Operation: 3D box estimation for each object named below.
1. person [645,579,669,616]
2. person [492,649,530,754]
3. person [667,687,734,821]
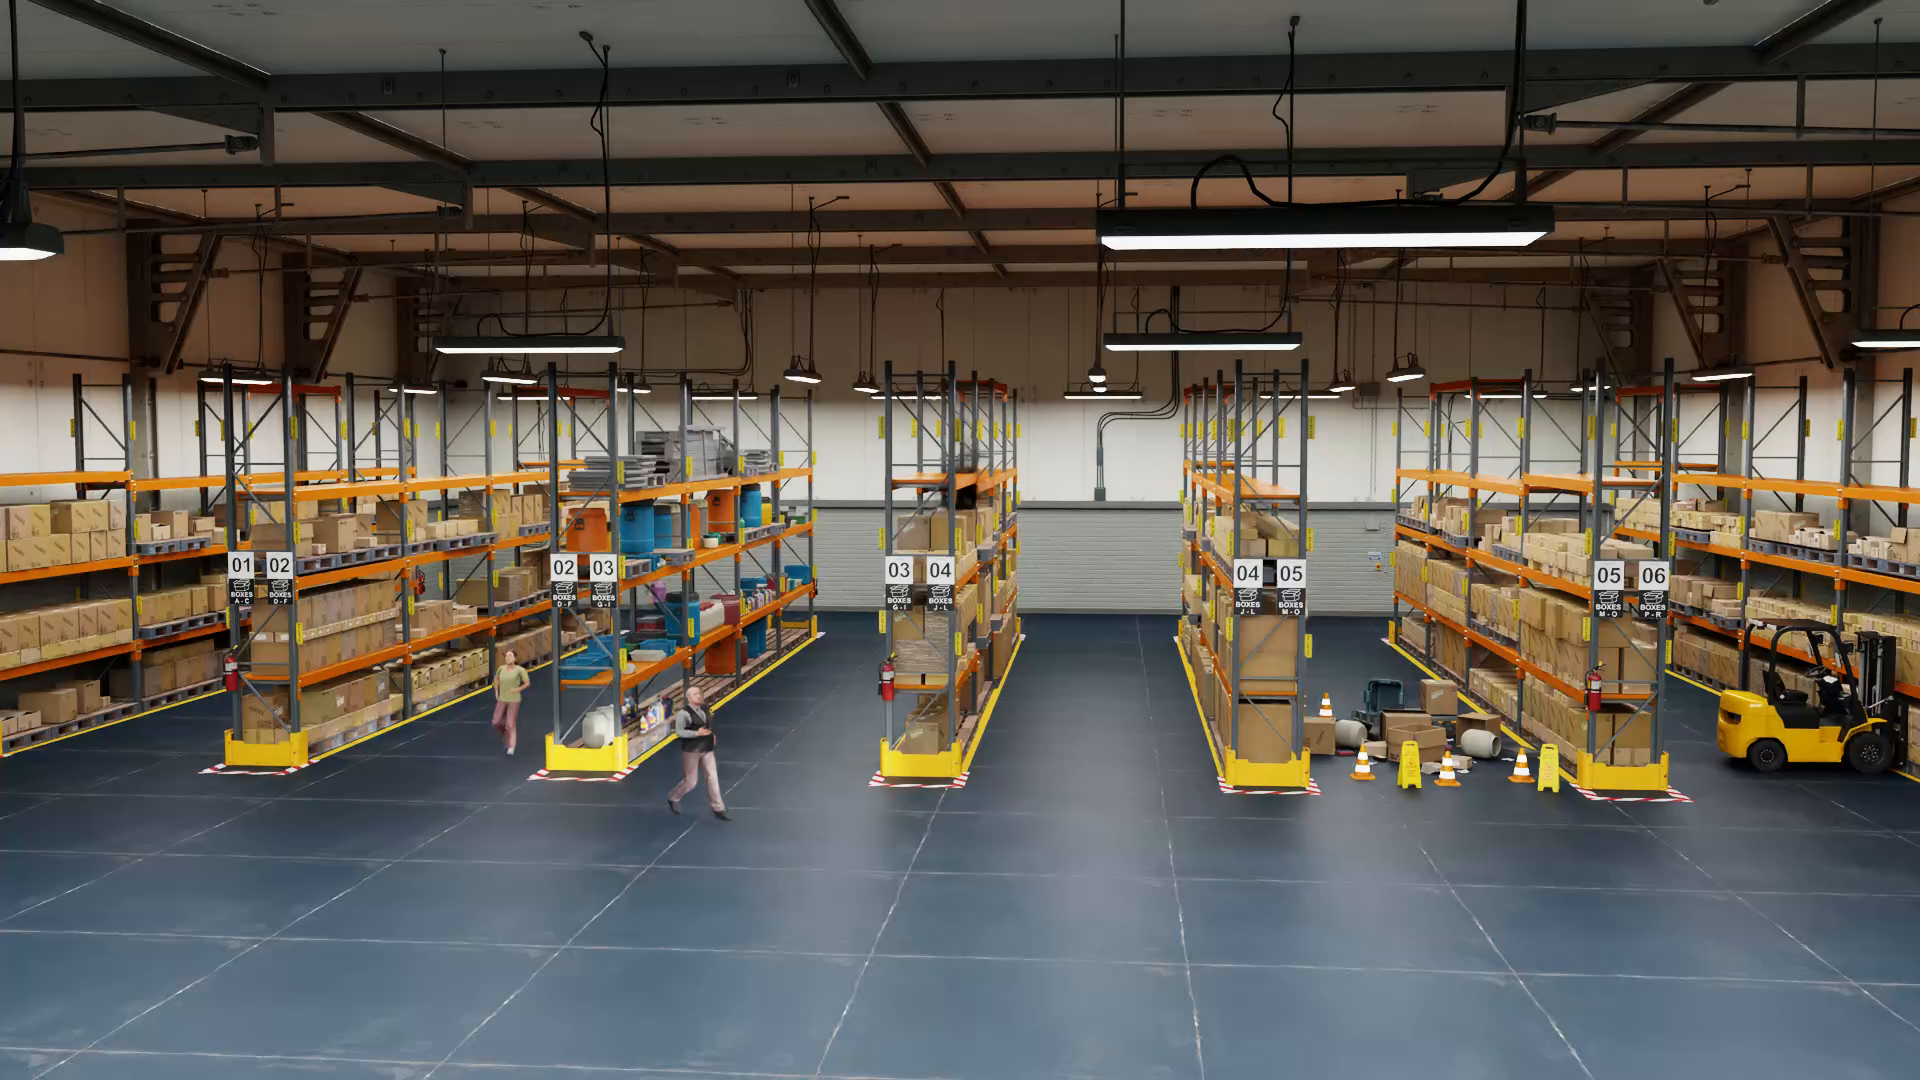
[{"bbox_3d":[-7.424,1.533,41.017,0.591,1.580,0.595,-3,5,-41],"label":"person"},{"bbox_3d":[-6.952,2.495,25.672,0.623,1.631,0.502,1,4,9],"label":"person"},{"bbox_3d":[-3.327,2.717,21.266,1.066,1.670,0.666,3,5,43],"label":"person"}]
